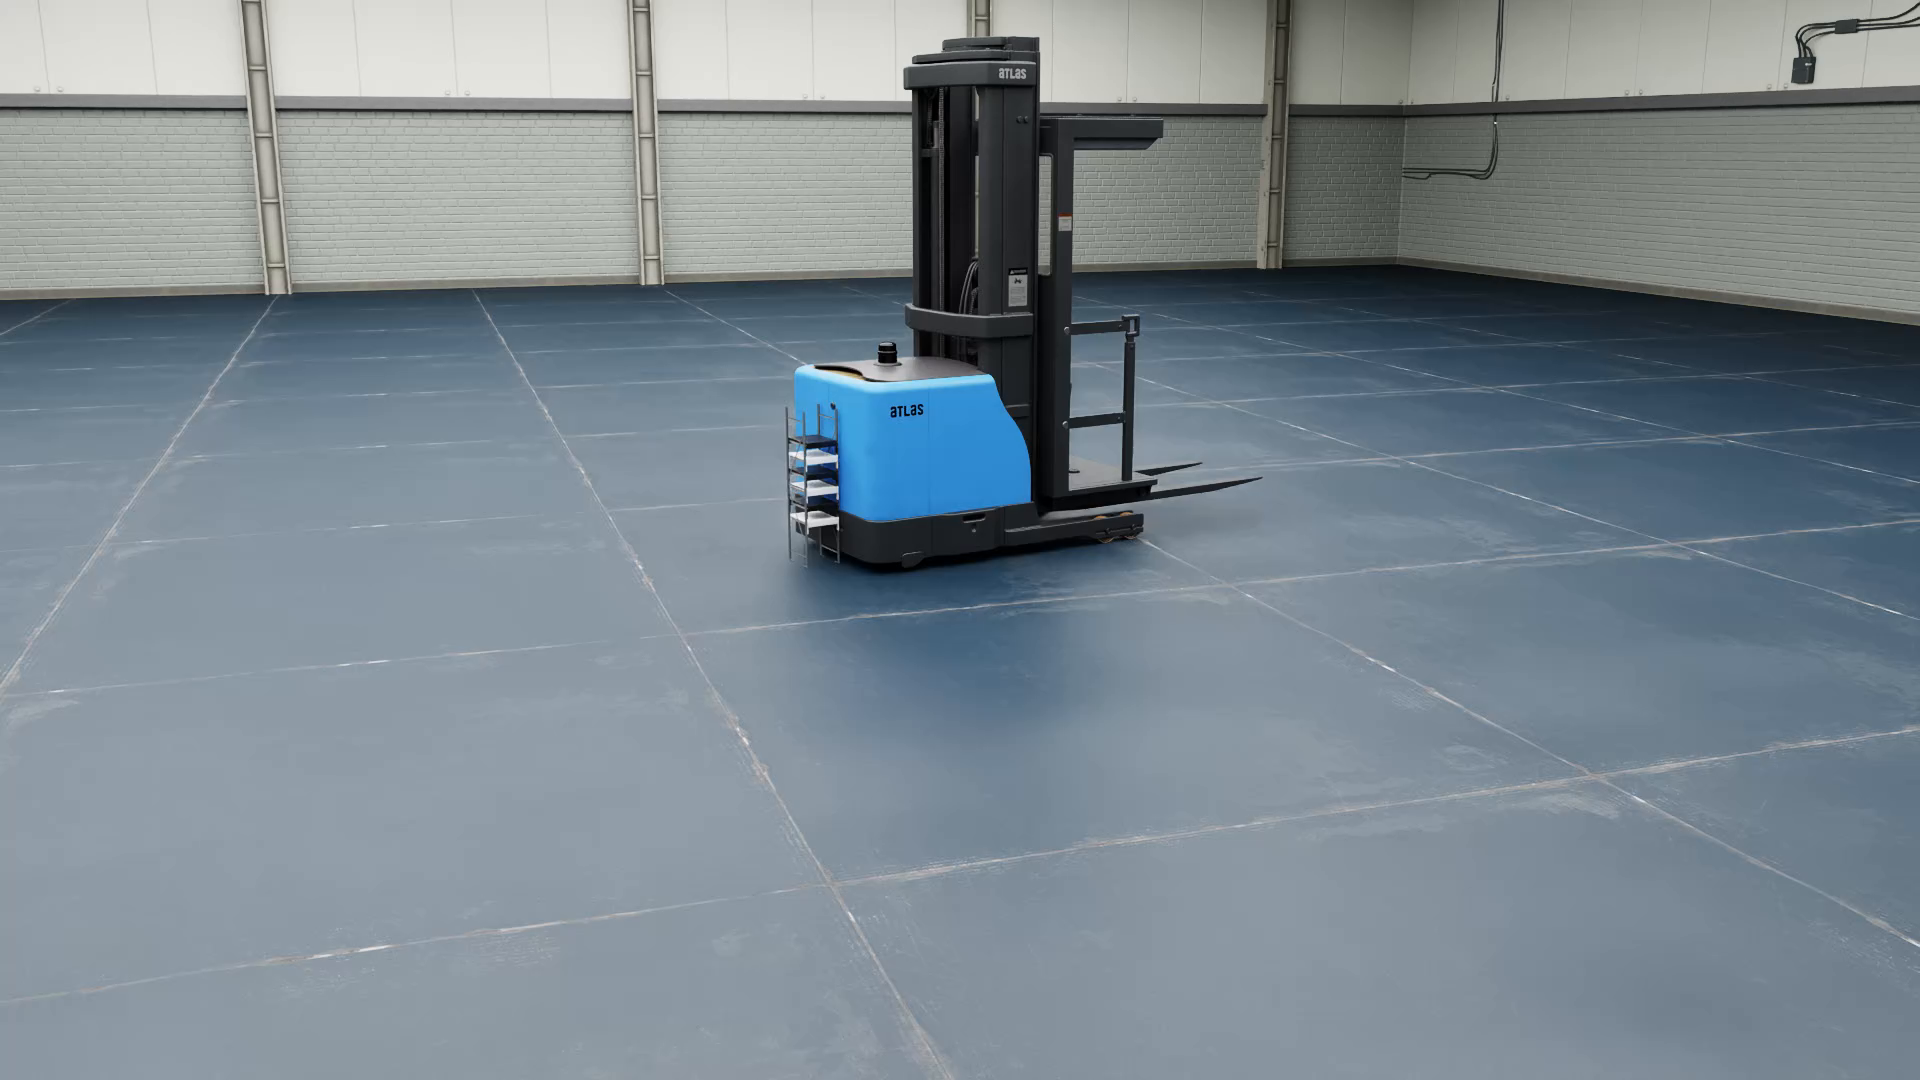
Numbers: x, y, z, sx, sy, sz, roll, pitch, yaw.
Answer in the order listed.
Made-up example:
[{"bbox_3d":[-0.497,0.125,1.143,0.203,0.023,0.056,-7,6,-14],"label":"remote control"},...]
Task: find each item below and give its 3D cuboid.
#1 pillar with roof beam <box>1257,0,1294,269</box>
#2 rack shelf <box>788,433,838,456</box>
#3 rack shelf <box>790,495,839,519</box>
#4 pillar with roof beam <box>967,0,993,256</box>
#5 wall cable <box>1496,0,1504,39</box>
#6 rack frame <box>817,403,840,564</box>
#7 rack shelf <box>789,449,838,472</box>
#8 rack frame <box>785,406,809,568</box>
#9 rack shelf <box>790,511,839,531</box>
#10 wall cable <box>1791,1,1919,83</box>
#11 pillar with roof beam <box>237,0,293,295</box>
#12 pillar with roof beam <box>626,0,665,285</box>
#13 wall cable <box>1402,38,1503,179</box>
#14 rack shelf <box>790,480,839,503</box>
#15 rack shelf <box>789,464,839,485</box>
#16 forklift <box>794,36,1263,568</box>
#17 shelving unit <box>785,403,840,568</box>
[{"bbox_3d":[7.413,-8.752,27.489,0.400,9.000,9.100,-4,14,-18],"label":"pillar with roof beam"},{"bbox_3d":[-0.842,-0.543,9.458,0.200,0.077,0.258,-8,16,-31],"label":"rack shelf"},{"bbox_3d":[-0.842,-0.193,9.541,0.200,0.077,0.258,-8,16,-31],"label":"rack shelf"},{"bbox_3d":[1.726,-8.309,25.627,0.400,9.000,9.100,-4,14,-18],"label":"pillar with roof beam"},{"bbox_3d":[10.116,-9.976,28.434,0.112,2.526,3.097,-4,14,-18],"label":"wall cable"},{"bbox_3d":[-0.756,-0.325,9.565,0.006,0.900,0.240,-8,16,-31],"label":"rack frame"},{"bbox_3d":[-0.842,-0.455,9.478,0.200,0.077,0.258,-8,16,-31],"label":"rack shelf"},{"bbox_3d":[-0.928,-0.300,9.460,0.006,0.900,0.240,-8,16,-31],"label":"rack frame"},{"bbox_3d":[-0.842,-0.105,9.562,0.200,0.077,0.258,-8,16,-31],"label":"rack shelf"},{"bbox_3d":[12.266,-9.194,22.001,0.169,6.003,2.305,-4,14,-18],"label":"wall cable"},{"bbox_3d":[-9.647,-7.423,21.904,0.400,9.000,9.100,-4,14,-18],"label":"pillar with roof beam"},{"bbox_3d":[-3.961,-7.866,23.766,0.400,9.000,9.100,-4,14,-18],"label":"pillar with roof beam"},{"bbox_3d":[9.254,-8.113,31.513,0.112,2.526,3.097,-4,14,-18],"label":"wall cable"},{"bbox_3d":[-0.842,-0.280,9.520,0.200,0.077,0.258,-8,16,-31],"label":"rack shelf"},{"bbox_3d":[-0.842,-0.368,9.499,0.200,0.077,0.258,-8,16,-31],"label":"rack shelf"},{"bbox_3d":[0.528,-1.502,10.124,3.031,2.935,1.130,-8,16,-31],"label":"forklift"},{"bbox_3d":[-0.842,-0.313,9.512,0.210,0.900,0.258,-8,16,-31],"label":"shelving unit"}]
